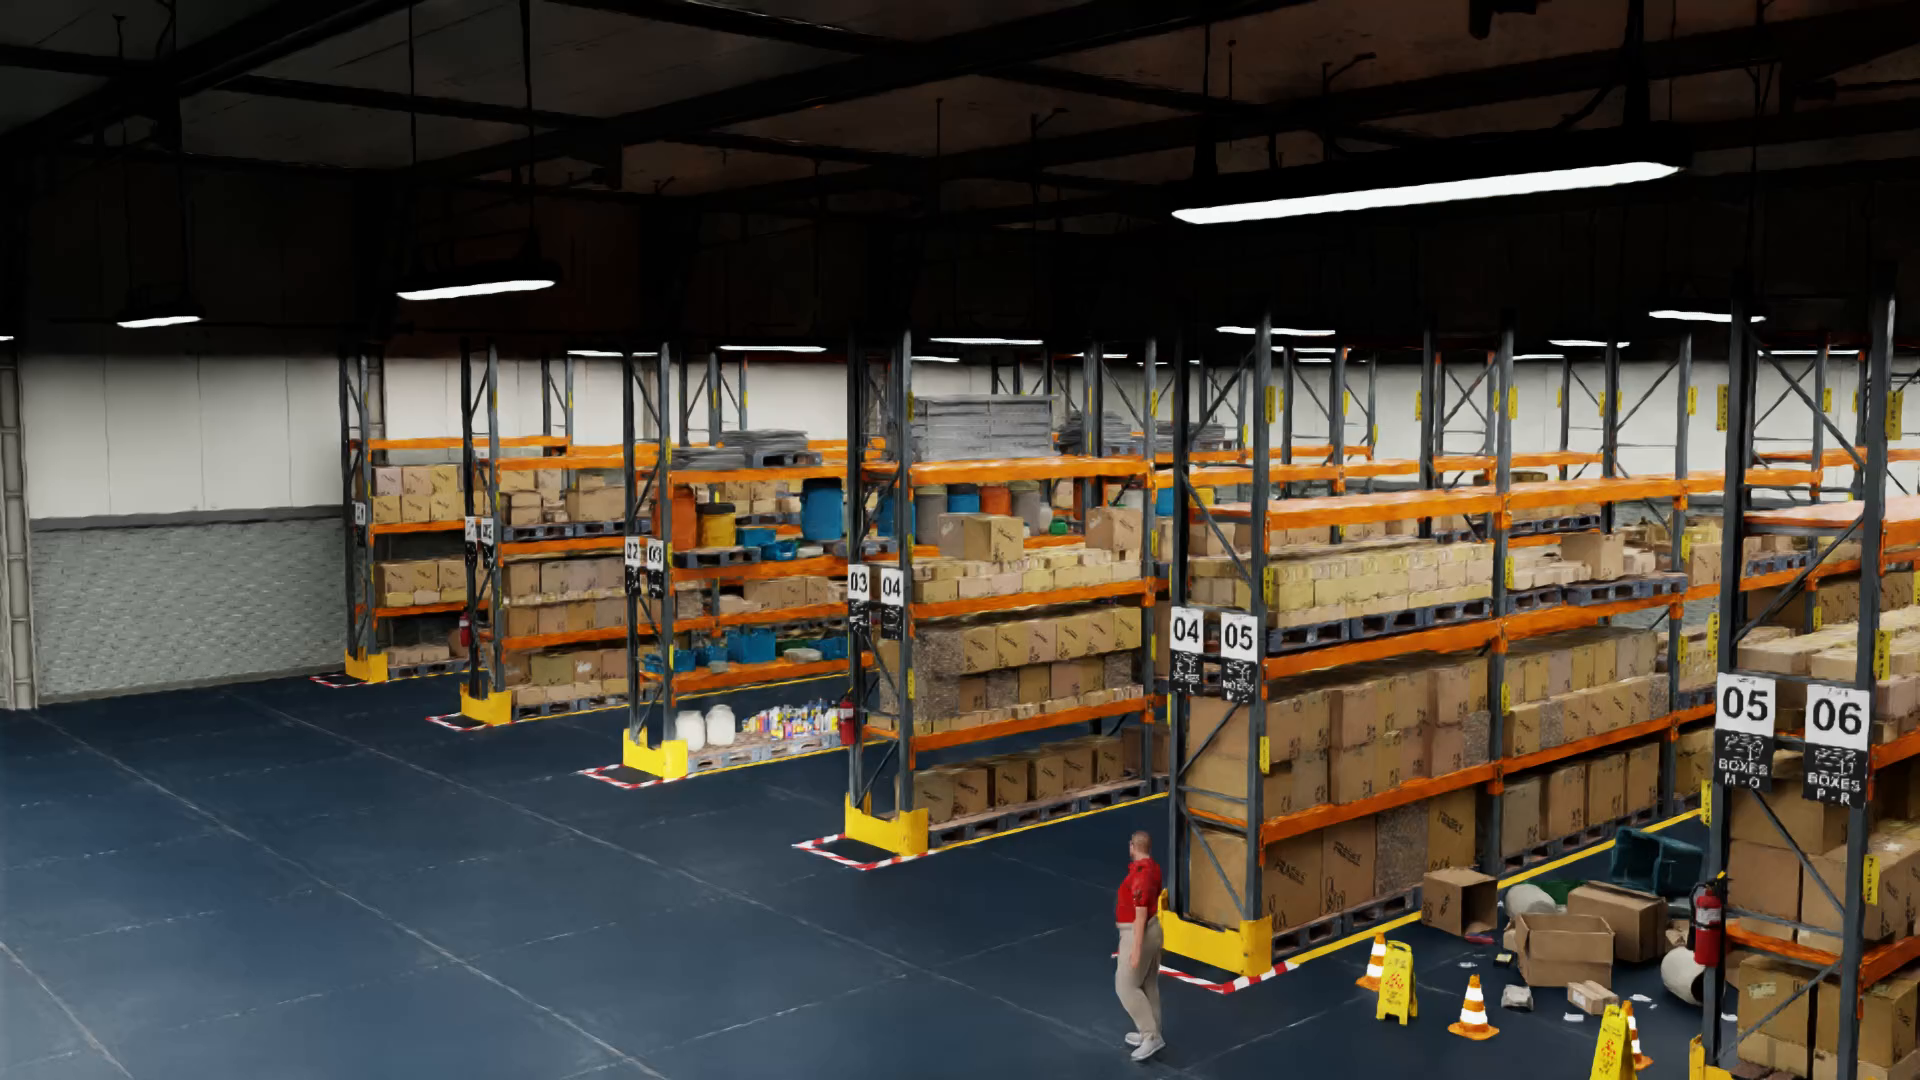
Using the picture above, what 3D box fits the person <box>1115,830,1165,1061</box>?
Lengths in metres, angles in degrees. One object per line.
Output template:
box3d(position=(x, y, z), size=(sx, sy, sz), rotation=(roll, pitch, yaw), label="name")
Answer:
box3d(position=(1.420, 3.134, 13.002), size=(0.431, 1.720, 0.651), rotation=(2, 5, 21), label="person")

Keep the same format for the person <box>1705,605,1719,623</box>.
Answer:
box3d(position=(12.406, 1.885, 27.147), size=(0.542, 1.715, 0.682), rotation=(-5, 7, -44), label="person")
